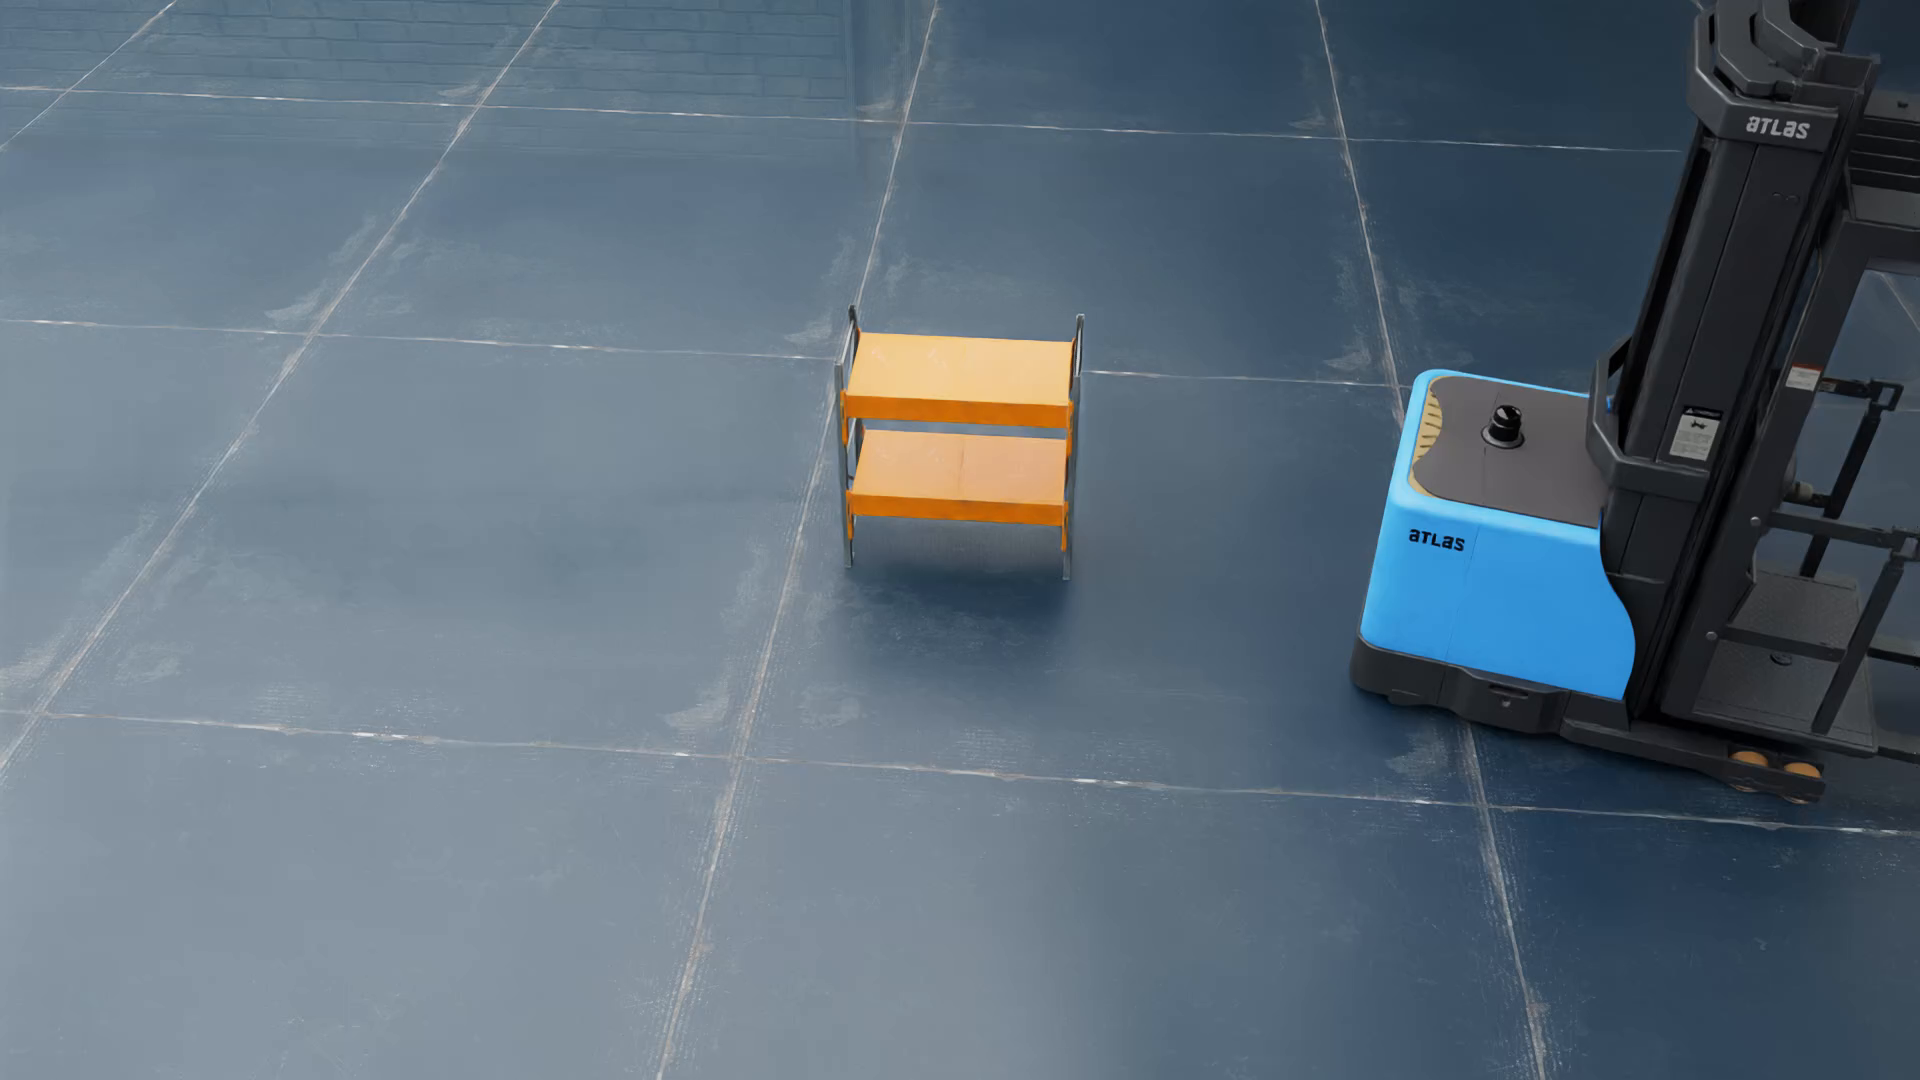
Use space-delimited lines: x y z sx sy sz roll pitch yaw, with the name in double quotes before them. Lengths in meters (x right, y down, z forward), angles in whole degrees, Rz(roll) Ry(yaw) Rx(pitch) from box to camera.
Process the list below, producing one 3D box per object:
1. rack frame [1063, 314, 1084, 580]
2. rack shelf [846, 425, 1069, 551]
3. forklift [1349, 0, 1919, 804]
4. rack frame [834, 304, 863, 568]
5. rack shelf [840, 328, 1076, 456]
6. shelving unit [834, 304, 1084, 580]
"rack frame" 0.513 -0.408 7.531 0.032 1.125 0.500 3 39 4
"rack shelf" 0.007 -0.246 7.719 1.000 0.278 0.538 3 39 4
"forklift" 3.236 -0.466 6.171 3.031 2.935 1.130 12 41 15
"rack frame" -0.500 -0.464 7.599 0.032 1.125 0.500 3 39 4
"rack shelf" 0.007 -0.663 7.380 1.000 0.278 0.538 3 39 4
"shelving unit" 0.007 -0.436 7.565 1.048 1.125 0.538 3 39 4
